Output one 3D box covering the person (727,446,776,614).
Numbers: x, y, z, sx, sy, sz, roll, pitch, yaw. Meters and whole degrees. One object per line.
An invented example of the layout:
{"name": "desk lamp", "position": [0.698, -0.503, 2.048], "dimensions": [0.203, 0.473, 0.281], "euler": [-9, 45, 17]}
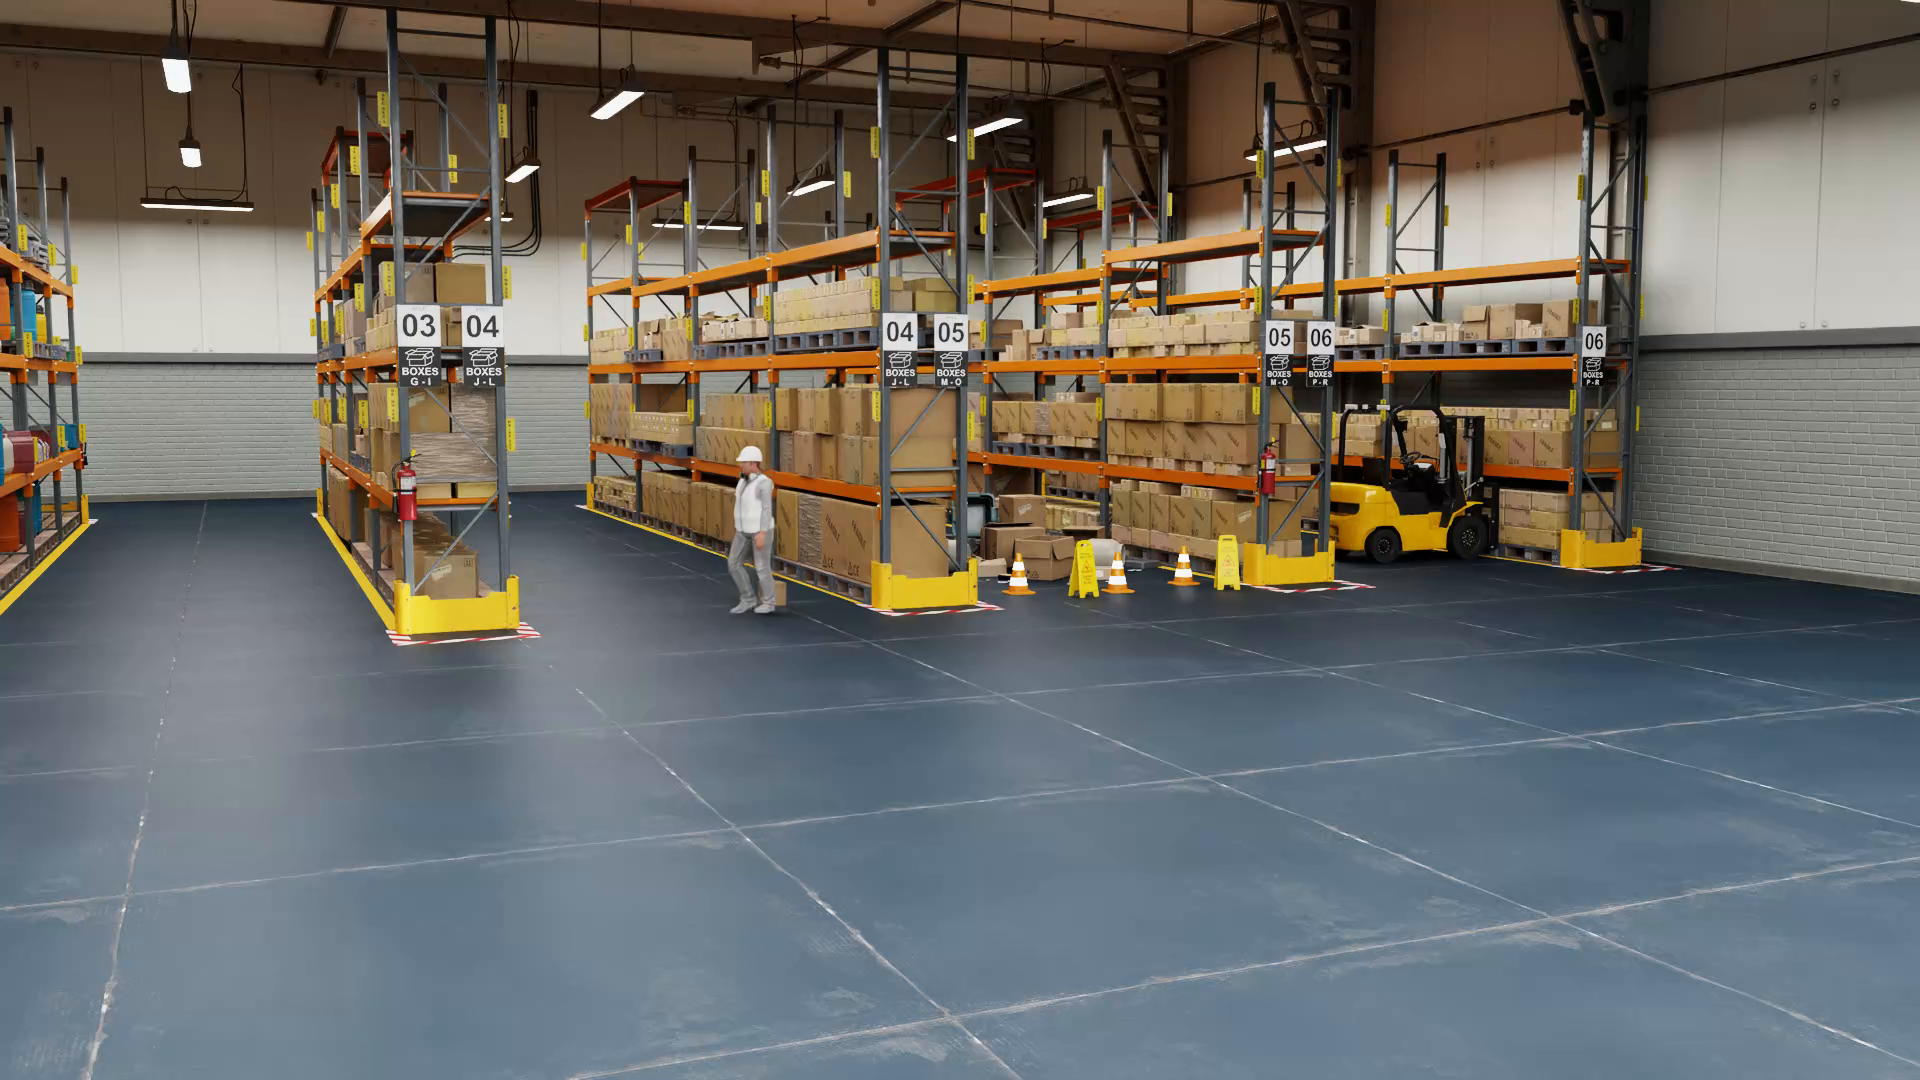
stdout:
{"name": "person", "position": [-2.145, -0.094, 17.474], "dimensions": [0.563, 1.783, 0.490], "euler": [5, 7, 41]}
